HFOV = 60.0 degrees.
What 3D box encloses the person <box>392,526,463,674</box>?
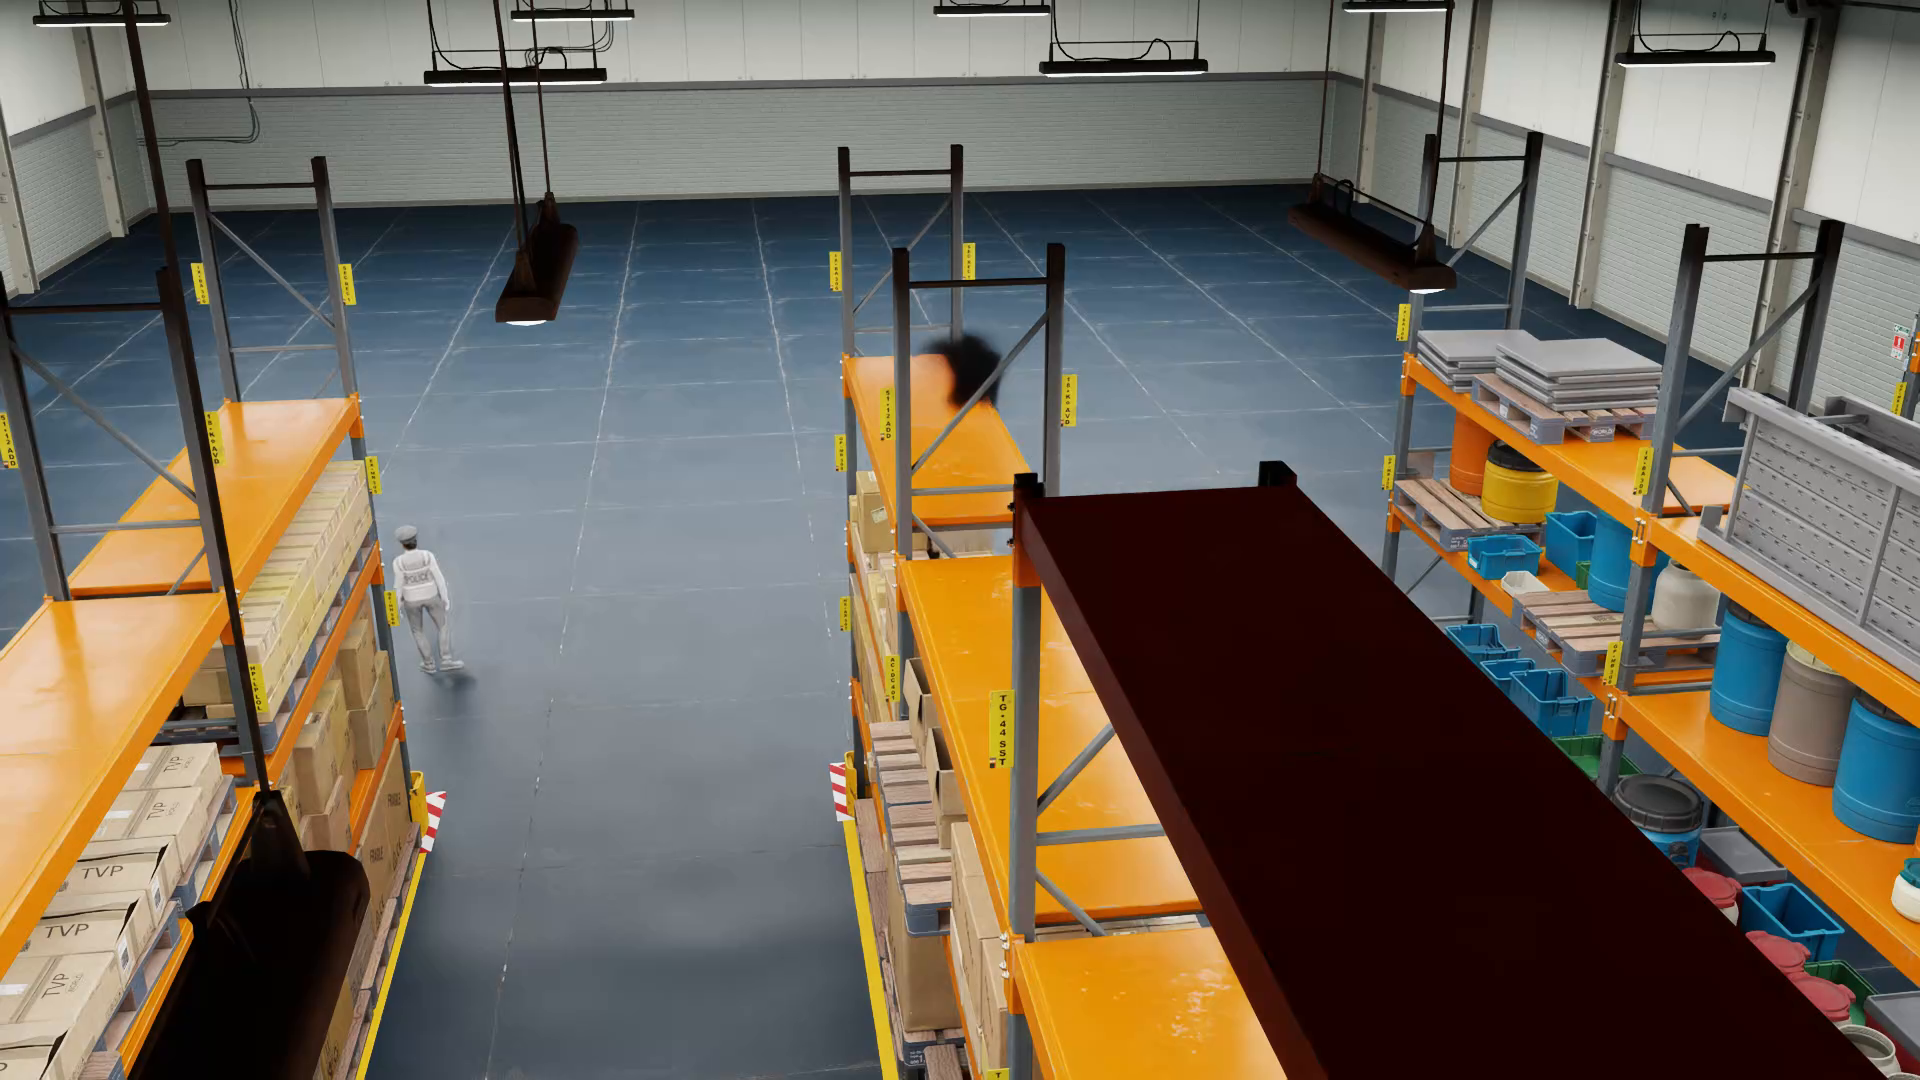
[{"bbox_3d":[-5.705,0.663,17.734,0.597,1.652,0.482,-10,24,-24],"label":"person"}]
